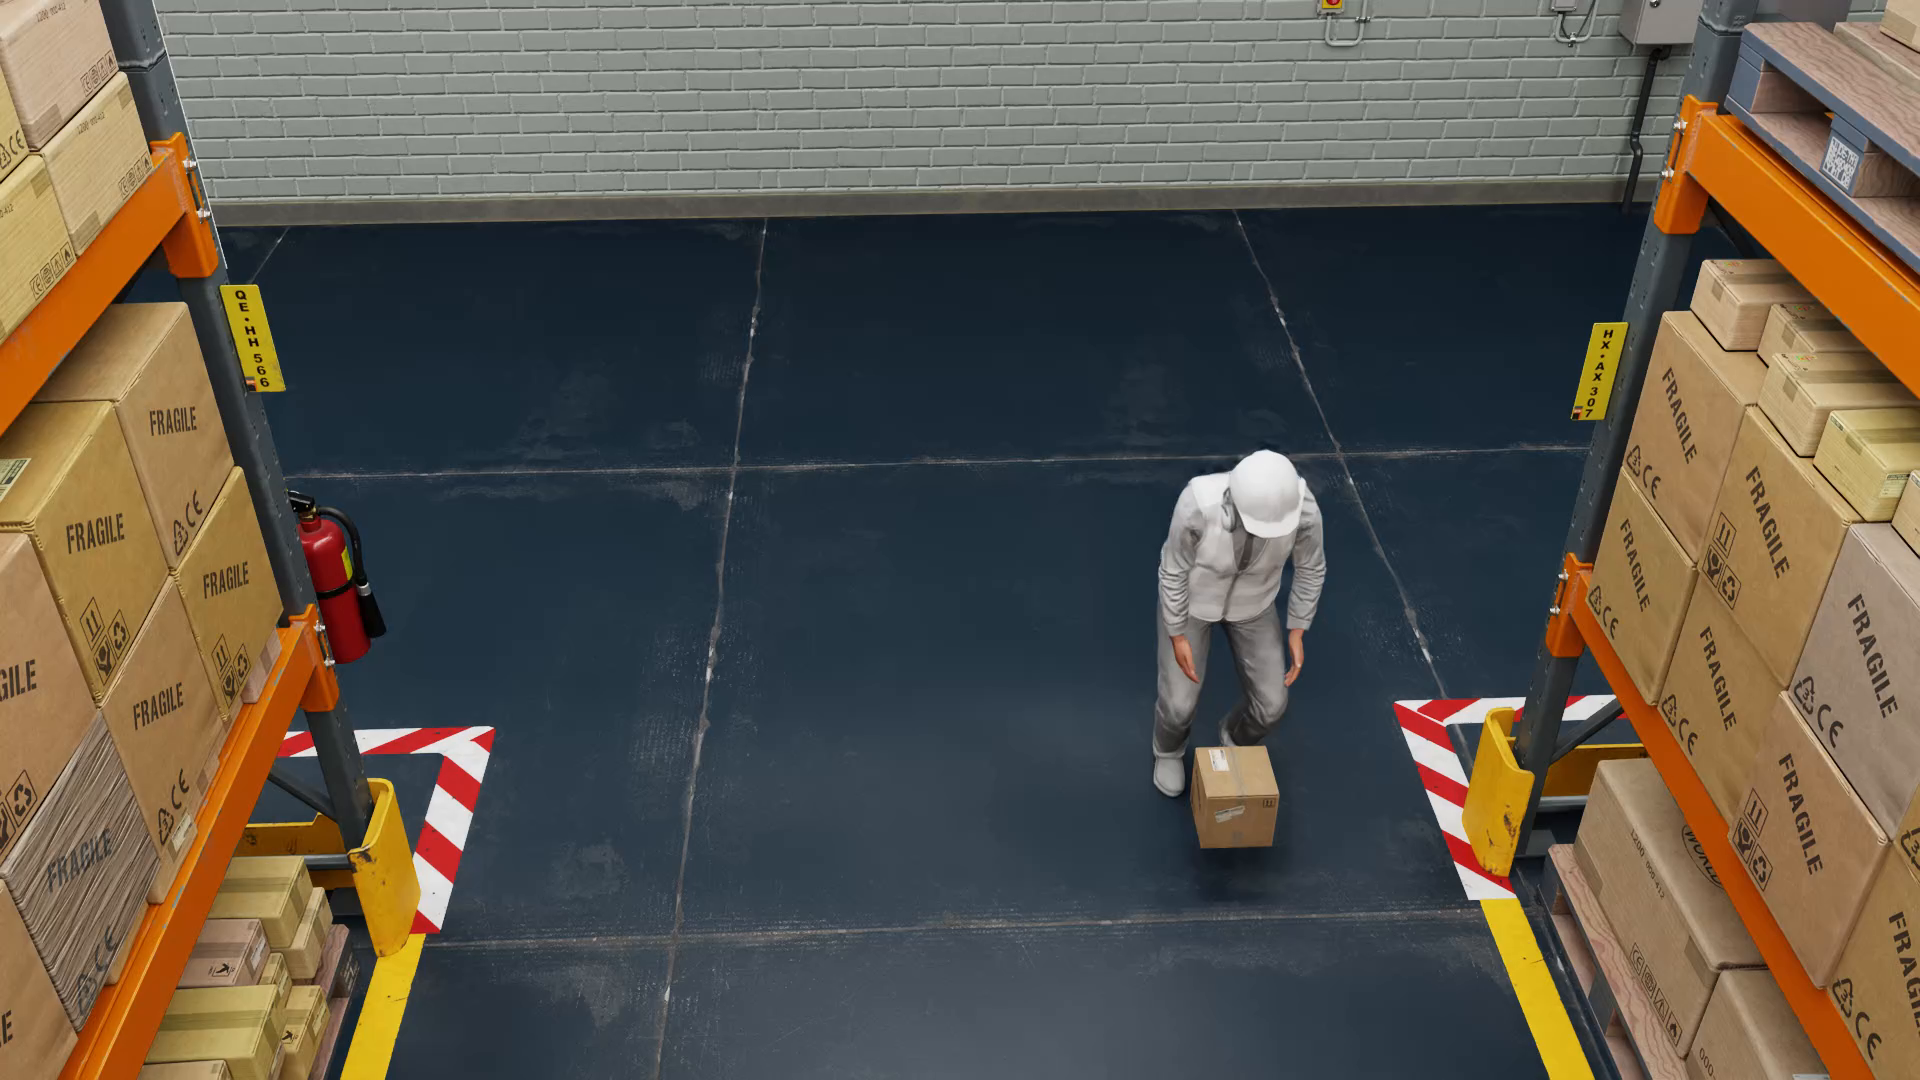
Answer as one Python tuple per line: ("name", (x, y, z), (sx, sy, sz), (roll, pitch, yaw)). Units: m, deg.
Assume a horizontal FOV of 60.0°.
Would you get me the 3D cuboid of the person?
("person", (0.976, 0.265, 5.917), (0.586, 1.584, 0.649), (-1, 35, -2))
